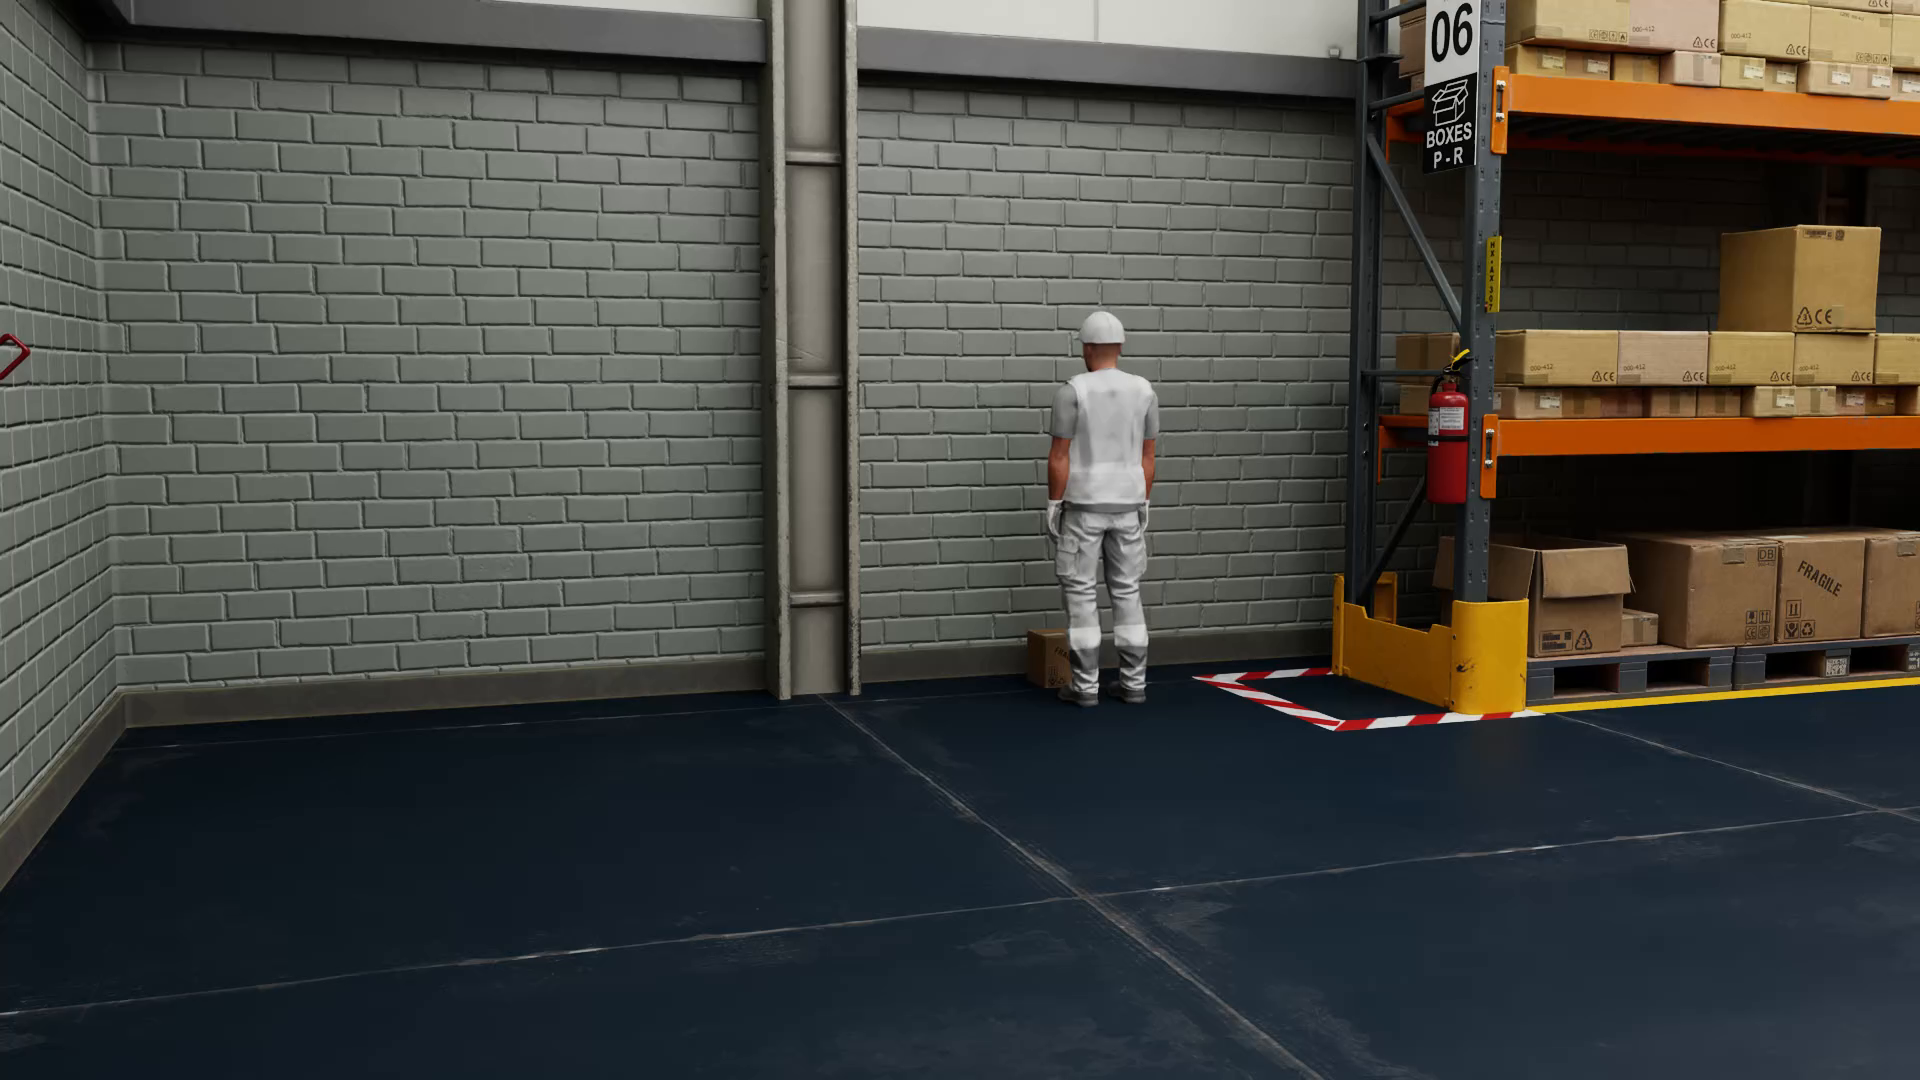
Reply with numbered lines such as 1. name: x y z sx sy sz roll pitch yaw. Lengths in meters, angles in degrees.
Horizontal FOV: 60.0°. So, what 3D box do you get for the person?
1. person: 0.636 -0.118 7.591 0.518 1.737 0.340 -2 6 -17
